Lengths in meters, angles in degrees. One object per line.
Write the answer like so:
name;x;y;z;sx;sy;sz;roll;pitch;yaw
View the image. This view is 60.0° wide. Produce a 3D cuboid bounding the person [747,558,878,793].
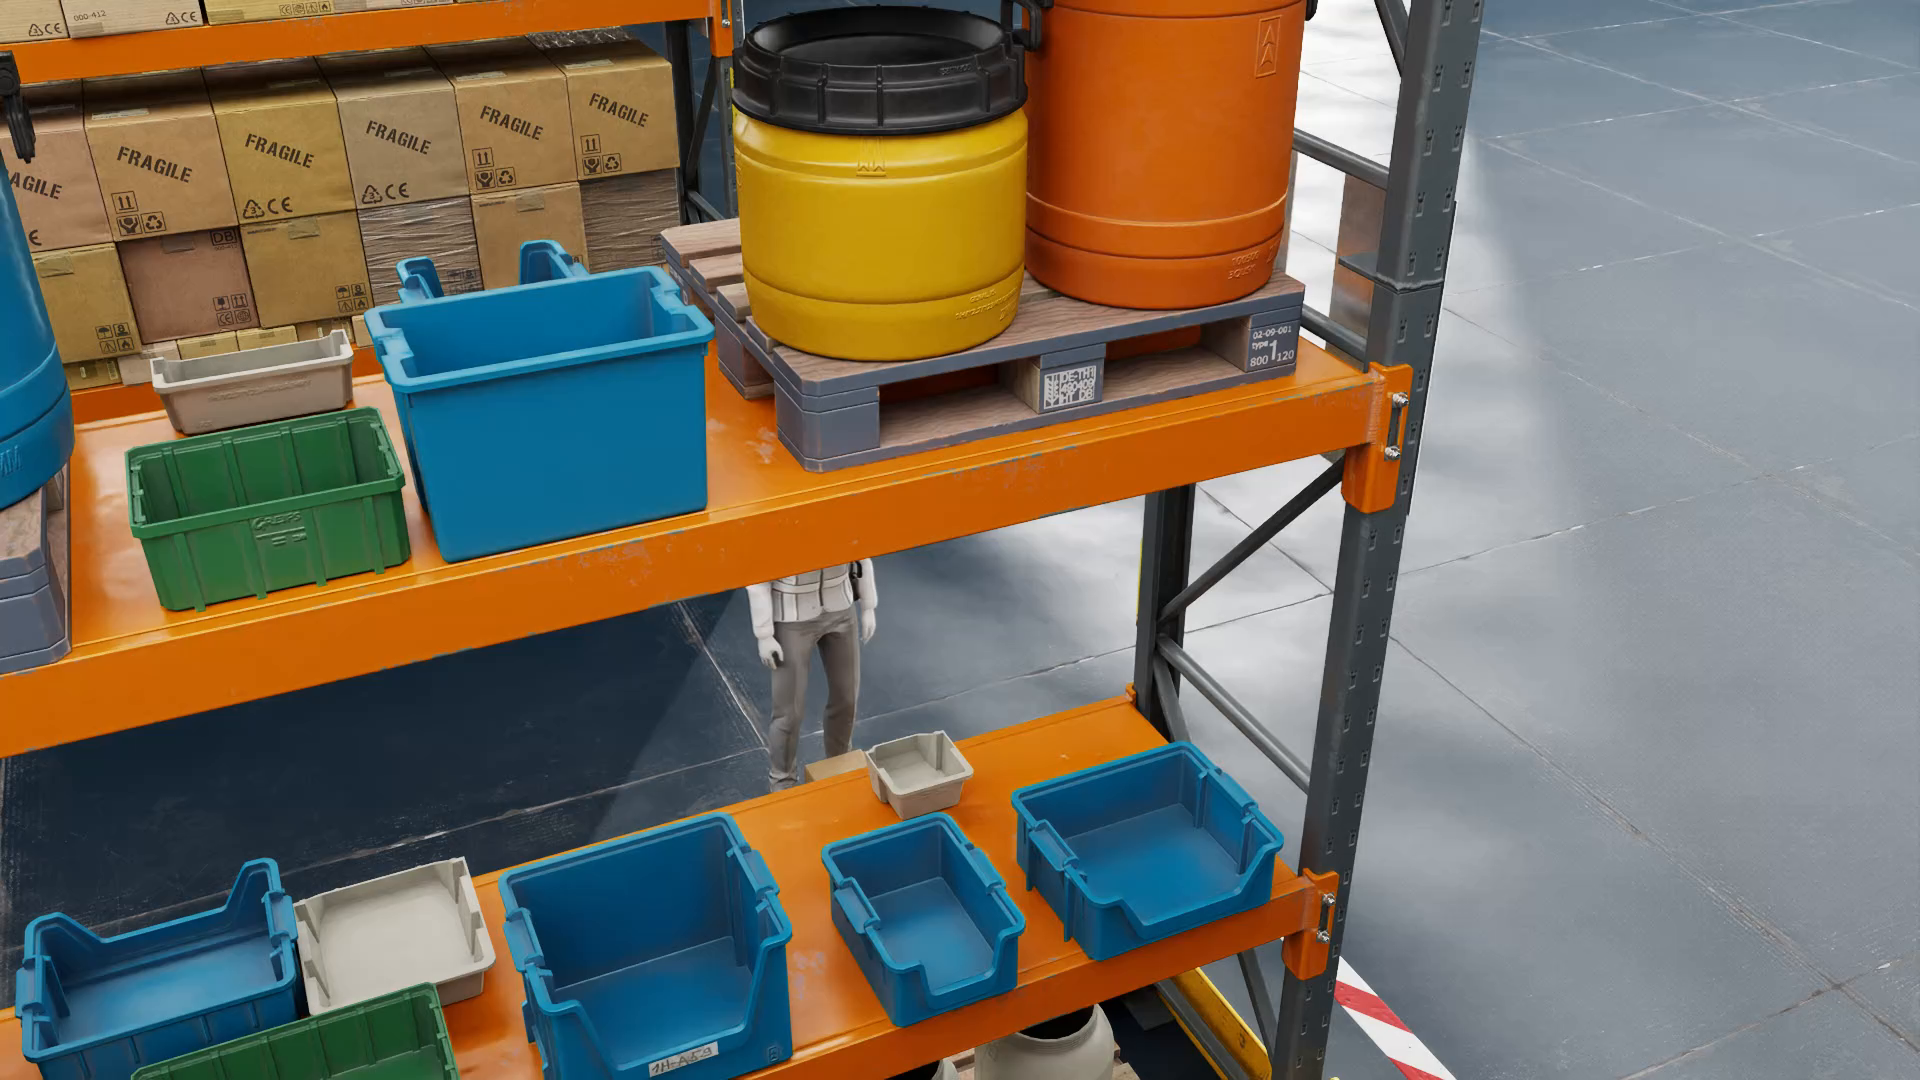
person;-0.568;0.323;6.557;0.538;1.662;0.373;-15;33;-25
